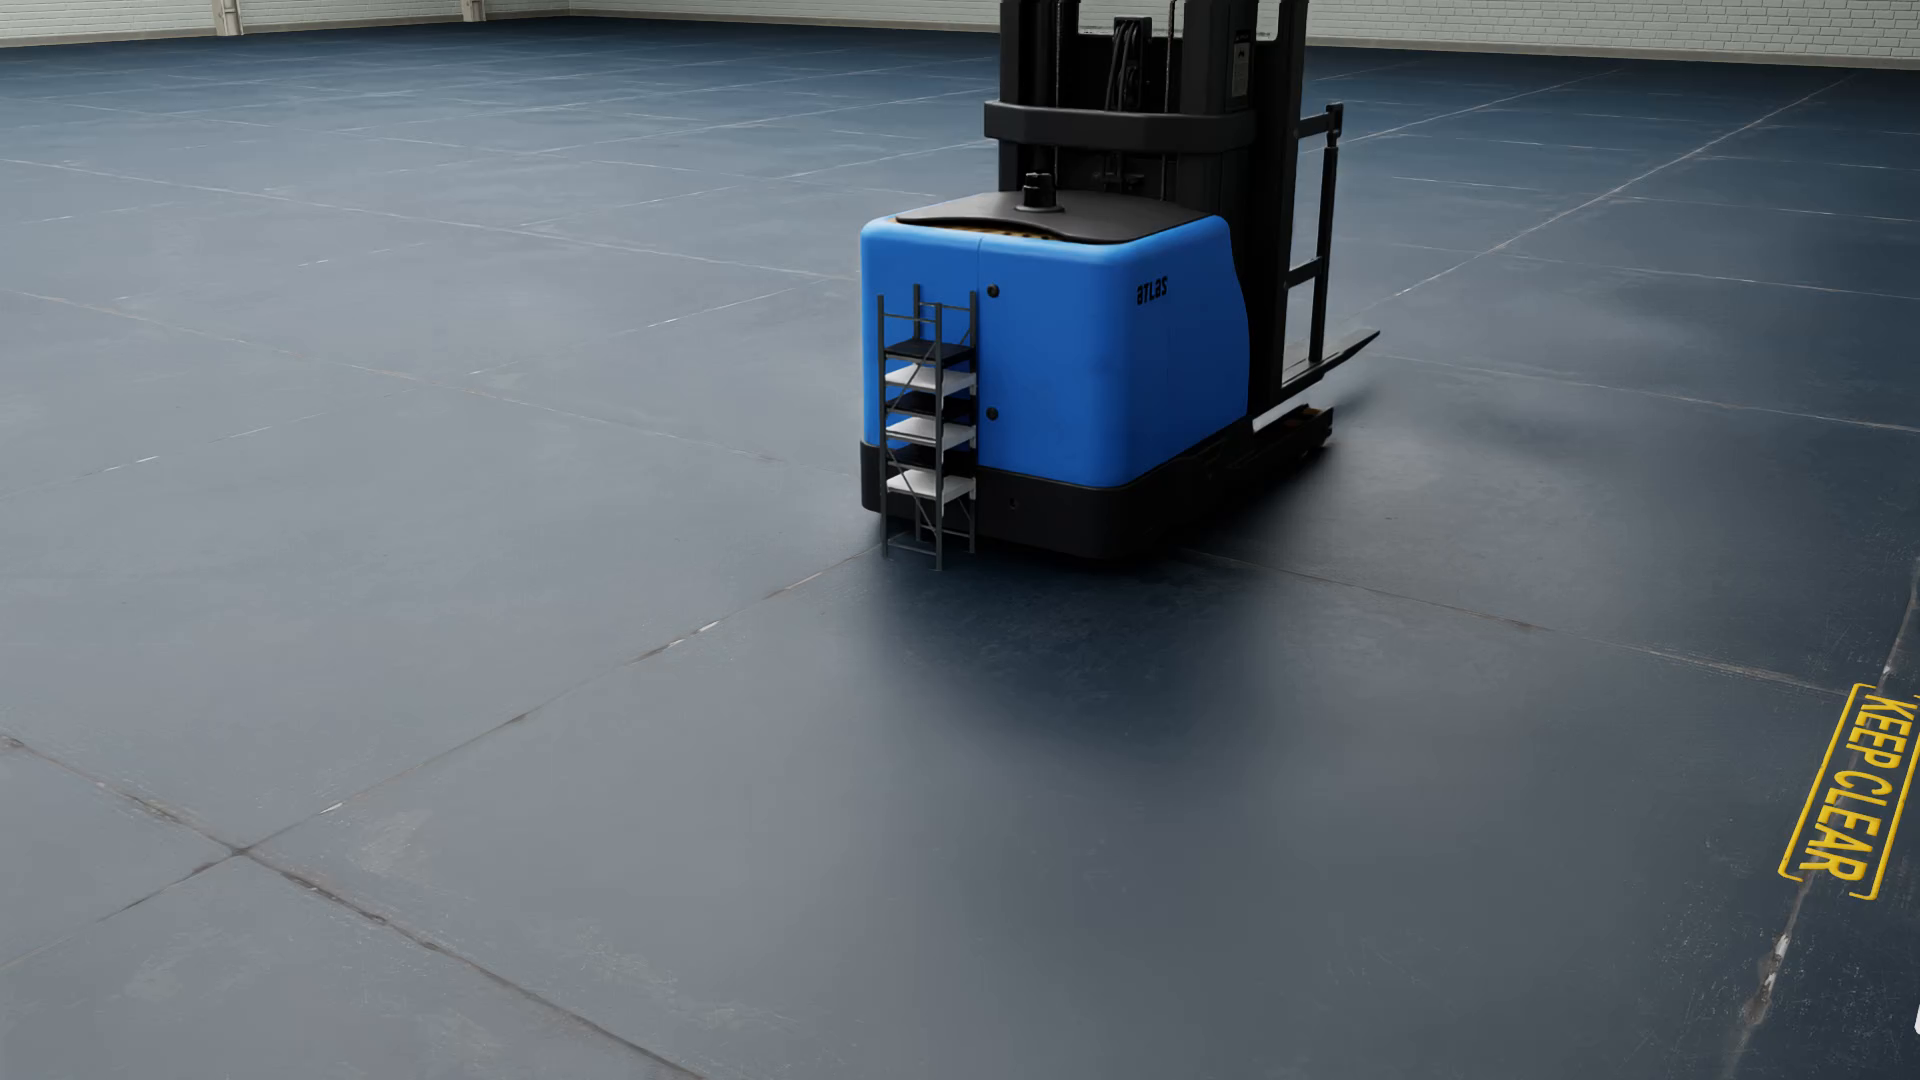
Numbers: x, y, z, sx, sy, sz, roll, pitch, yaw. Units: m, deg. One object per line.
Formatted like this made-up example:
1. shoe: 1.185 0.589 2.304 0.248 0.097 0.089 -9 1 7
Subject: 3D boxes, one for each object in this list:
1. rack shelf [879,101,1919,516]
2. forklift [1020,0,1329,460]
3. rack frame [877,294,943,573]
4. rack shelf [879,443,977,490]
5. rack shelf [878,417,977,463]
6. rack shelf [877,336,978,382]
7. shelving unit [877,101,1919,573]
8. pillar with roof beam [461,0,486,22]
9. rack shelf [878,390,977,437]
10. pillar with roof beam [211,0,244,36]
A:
1. rack shelf: 7.468 -2.191 11.292 6.446 0.275 18.649 12 24 30
2. forklift: 0.871 -1.770 6.324 1.121 2.935 3.031 12 24 30
3. rack frame: -0.160 -0.335 5.375 0.240 0.900 0.006 12 24 30
4. rack shelf: -0.105 -0.249 5.498 0.258 0.077 0.200 12 24 30
5. rack shelf: -0.105 -0.334 5.467 0.258 0.077 0.200 12 24 30
6. rack shelf: -0.105 -0.587 5.373 0.258 0.077 0.200 12 24 30
7. shelving unit: 7.467 -2.484 11.182 6.446 0.900 18.654 12 24 30
8. pillar with roof beam: -7.194 -14.875 33.009 9.100 9.000 0.400 13 24 32
9. rack shelf: -0.105 -0.418 5.435 0.258 0.077 0.200 12 24 30
10. pillar with roof beam: -10.567 -13.154 28.355 9.100 9.000 0.400 13 24 32
